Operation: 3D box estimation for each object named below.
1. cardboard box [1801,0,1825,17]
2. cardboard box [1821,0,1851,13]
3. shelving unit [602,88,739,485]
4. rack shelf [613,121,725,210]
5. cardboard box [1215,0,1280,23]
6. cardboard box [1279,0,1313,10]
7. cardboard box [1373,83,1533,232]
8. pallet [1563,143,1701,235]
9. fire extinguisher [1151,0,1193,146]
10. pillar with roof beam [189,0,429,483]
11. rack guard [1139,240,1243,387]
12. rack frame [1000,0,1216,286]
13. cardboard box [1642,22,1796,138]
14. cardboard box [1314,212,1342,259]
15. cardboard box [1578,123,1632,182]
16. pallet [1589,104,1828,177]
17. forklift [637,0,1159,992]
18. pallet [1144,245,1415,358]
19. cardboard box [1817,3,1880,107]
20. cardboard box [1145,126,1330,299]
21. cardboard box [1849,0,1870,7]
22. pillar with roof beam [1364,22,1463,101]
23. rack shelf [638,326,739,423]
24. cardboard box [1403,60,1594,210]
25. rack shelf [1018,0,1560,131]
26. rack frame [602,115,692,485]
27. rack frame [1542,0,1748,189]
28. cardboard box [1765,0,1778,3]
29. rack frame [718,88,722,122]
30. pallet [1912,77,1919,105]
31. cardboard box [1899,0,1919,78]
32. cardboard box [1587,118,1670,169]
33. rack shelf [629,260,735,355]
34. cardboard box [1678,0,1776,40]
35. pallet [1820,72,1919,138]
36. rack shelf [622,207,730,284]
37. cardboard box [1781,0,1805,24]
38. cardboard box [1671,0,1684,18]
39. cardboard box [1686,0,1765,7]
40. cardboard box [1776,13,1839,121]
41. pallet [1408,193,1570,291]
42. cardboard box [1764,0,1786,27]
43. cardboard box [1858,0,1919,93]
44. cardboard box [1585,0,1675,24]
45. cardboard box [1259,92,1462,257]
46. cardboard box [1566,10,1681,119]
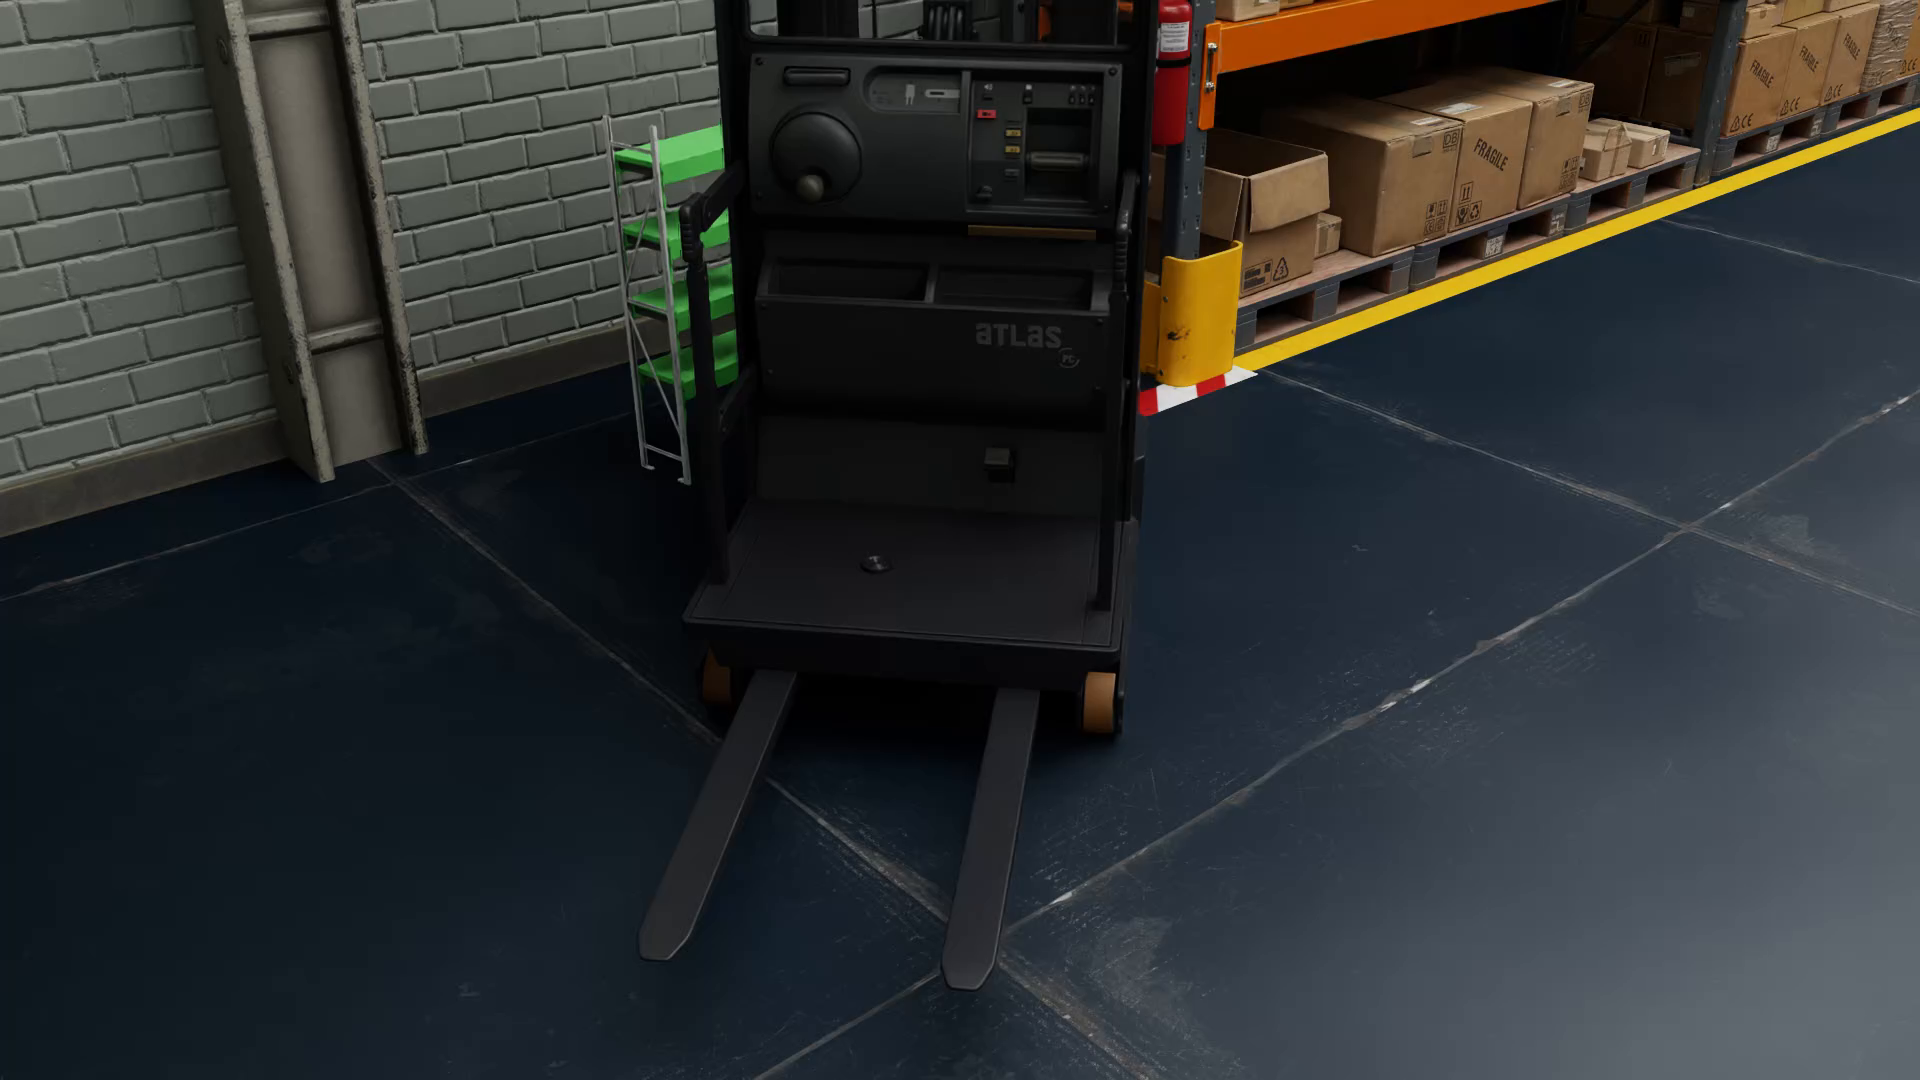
[{"bbox_3d":[4.563,-3.022,9.240,0.250,0.149,0.380,-23,35,-36],"label":"cardboard box"},{"bbox_3d":[4.778,-3.085,9.358,0.250,0.149,0.380,-22,35,-35],"label":"cardboard box"},{"bbox_3d":[-0.852,-0.843,5.548,0.258,1.200,0.503,20,34,35],"label":"shelving unit"},{"bbox_3d":[-0.858,-1.212,5.357,0.258,0.148,0.480,20,34,35],"label":"rack shelf"},{"bbox_3d":[0.955,-2.022,6.118,0.250,0.149,0.380,-22,35,-35],"label":"cardboard box"},{"bbox_3d":[1.118,-2.117,6.295,0.250,0.149,0.380,-21,35,-34],"label":"cardboard box"},{"bbox_3d":[2.196,-1.740,7.531,0.500,0.500,0.500,-21,35,-34],"label":"cardboard box"},{"bbox_3d":[3.047,-1.915,8.610,1.213,0.211,1.003,-22,35,-35],"label":"pallet"},{"bbox_3d":[0.715,-1.722,5.767,0.183,0.674,0.296,-22,35,-35],"label":"fire extinguisher"},{"bbox_3d":[0.685,-2.732,0.814,0.400,9.000,9.100,-22,35,-35],"label":"pillar with roof beam"},{"bbox_3d":[0.585,-1.052,6.688,0.348,0.500,1.175,-22,35,-35],"label":"rack guard"},{"bbox_3d":[0.527,-2.131,6.055,0.127,3.000,1.000,-22,35,-35],"label":"rack frame"},{"bbox_3d":[4.084,-2.505,8.961,0.500,0.500,0.500,-20,34,-33],"label":"cardboard box"},{"bbox_3d":[1.402,-1.328,7.132,0.250,0.149,0.380,-24,36,-37],"label":"cardboard box"},{"bbox_3d":[3.065,-1.949,8.170,0.258,0.266,0.396,-20,34,-33],"label":"cardboard box"},{"bbox_3d":[4.164,-2.387,9.493,1.213,0.211,1.003,-22,35,-35],"label":"pallet"},{"bbox_3d":[-0.094,-0.965,3.946,1.130,2.935,3.031,4,28,7],"label":"forklift"},{"bbox_3d":[1.190,-1.169,7.213,1.213,0.211,1.003,-22,35,-35],"label":"pallet"},{"bbox_3d":[4.865,-2.822,9.555,0.500,0.500,0.500,-23,36,-36],"label":"cardboard box"},{"bbox_3d":[1.054,-1.368,6.831,0.637,0.503,0.797,-24,36,-37],"label":"cardboard box"},{"bbox_3d":[4.968,-3.160,9.498,0.250,0.149,0.380,-20,34,-33],"label":"cardboard box"},{"bbox_3d":[5.249,-4.567,4.249,0.400,9.000,9.100,-22,35,-35],"label":"pillar with roof beam"},{"bbox_3d":[-0.848,-0.573,5.688,0.258,0.148,0.480,20,34,35],"label":"rack shelf"},{"bbox_3d":[2.519,-1.932,7.889,0.500,0.500,0.700,-23,36,-37],"label":"cardboard box"},{"bbox_3d":[2.048,-2.426,7.370,4.000,0.370,1.077,-22,35,-35],"label":"rack shelf"},{"bbox_3d":[-1.009,-0.754,5.383,0.240,1.200,0.015,20,34,35],"label":"rack frame"},{"bbox_3d":[3.570,-3.355,8.345,0.127,3.000,1.000,-22,35,-35],"label":"rack frame"},{"bbox_3d":[4.182,-2.966,8.820,0.250,0.149,0.380,-24,36,-37],"label":"cardboard box"},{"bbox_3d":[-0.696,-0.931,5.713,0.240,1.200,0.015,20,34,35],"label":"rack frame"},{"bbox_3d":[6.020,-3.134,10.890,1.213,0.211,1.003,-22,35,-35],"label":"pallet"},{"bbox_3d":[5.647,-3.144,10.158,0.500,0.500,0.500,-20,34,-33],"label":"cardboard box"},{"bbox_3d":[3.337,-2.007,8.402,0.250,0.149,0.380,-23,36,-36],"label":"cardboard box"},{"bbox_3d":[-0.851,-0.786,5.578,0.258,0.148,0.480,20,34,35],"label":"rack shelf"},{"bbox_3d":[4.015,-2.738,8.709,0.250,0.149,0.380,-20,34,-33],"label":"cardboard box"},{"bbox_3d":[5.093,-2.762,10.195,1.213,0.211,1.003,-22,35,-35],"label":"pallet"},{"bbox_3d":[-0.854,-0.999,5.467,0.258,0.148,0.480,20,34,35],"label":"rack shelf"},{"bbox_3d":[4.364,-2.933,9.074,0.250,0.149,0.380,-24,36,-37],"label":"cardboard box"},{"bbox_3d":[3.859,-3.022,9.241,0.250,0.149,0.380,-22,35,-35],"label":"cardboard box"},{"bbox_3d":[3.976,-2.891,8.680,0.250,0.149,0.380,-23,35,-36],"label":"cardboard box"},{"bbox_3d":[4.482,-2.671,9.272,0.500,0.500,0.500,-22,35,-36],"label":"cardboard box"},{"bbox_3d":[2.118,-1.540,7.908,1.213,0.211,1.003,-22,35,-35],"label":"pallet"},{"bbox_3d":[4.176,-2.850,8.919,0.250,0.149,0.380,-23,36,-36],"label":"cardboard box"},{"bbox_3d":[5.264,-2.979,9.848,0.500,0.500,0.500,-23,36,-37],"label":"cardboard box"},{"bbox_3d":[3.663,-2.939,9.086,0.250,0.149,0.380,-24,36,-37],"label":"cardboard box"},{"bbox_3d":[1.729,-1.614,7.295,0.500,0.500,0.700,-20,34,-33],"label":"cardboard box"},{"bbox_3d":[3.751,-2.694,9.315,0.500,0.500,0.500,-22,35,-35],"label":"cardboard box"}]
